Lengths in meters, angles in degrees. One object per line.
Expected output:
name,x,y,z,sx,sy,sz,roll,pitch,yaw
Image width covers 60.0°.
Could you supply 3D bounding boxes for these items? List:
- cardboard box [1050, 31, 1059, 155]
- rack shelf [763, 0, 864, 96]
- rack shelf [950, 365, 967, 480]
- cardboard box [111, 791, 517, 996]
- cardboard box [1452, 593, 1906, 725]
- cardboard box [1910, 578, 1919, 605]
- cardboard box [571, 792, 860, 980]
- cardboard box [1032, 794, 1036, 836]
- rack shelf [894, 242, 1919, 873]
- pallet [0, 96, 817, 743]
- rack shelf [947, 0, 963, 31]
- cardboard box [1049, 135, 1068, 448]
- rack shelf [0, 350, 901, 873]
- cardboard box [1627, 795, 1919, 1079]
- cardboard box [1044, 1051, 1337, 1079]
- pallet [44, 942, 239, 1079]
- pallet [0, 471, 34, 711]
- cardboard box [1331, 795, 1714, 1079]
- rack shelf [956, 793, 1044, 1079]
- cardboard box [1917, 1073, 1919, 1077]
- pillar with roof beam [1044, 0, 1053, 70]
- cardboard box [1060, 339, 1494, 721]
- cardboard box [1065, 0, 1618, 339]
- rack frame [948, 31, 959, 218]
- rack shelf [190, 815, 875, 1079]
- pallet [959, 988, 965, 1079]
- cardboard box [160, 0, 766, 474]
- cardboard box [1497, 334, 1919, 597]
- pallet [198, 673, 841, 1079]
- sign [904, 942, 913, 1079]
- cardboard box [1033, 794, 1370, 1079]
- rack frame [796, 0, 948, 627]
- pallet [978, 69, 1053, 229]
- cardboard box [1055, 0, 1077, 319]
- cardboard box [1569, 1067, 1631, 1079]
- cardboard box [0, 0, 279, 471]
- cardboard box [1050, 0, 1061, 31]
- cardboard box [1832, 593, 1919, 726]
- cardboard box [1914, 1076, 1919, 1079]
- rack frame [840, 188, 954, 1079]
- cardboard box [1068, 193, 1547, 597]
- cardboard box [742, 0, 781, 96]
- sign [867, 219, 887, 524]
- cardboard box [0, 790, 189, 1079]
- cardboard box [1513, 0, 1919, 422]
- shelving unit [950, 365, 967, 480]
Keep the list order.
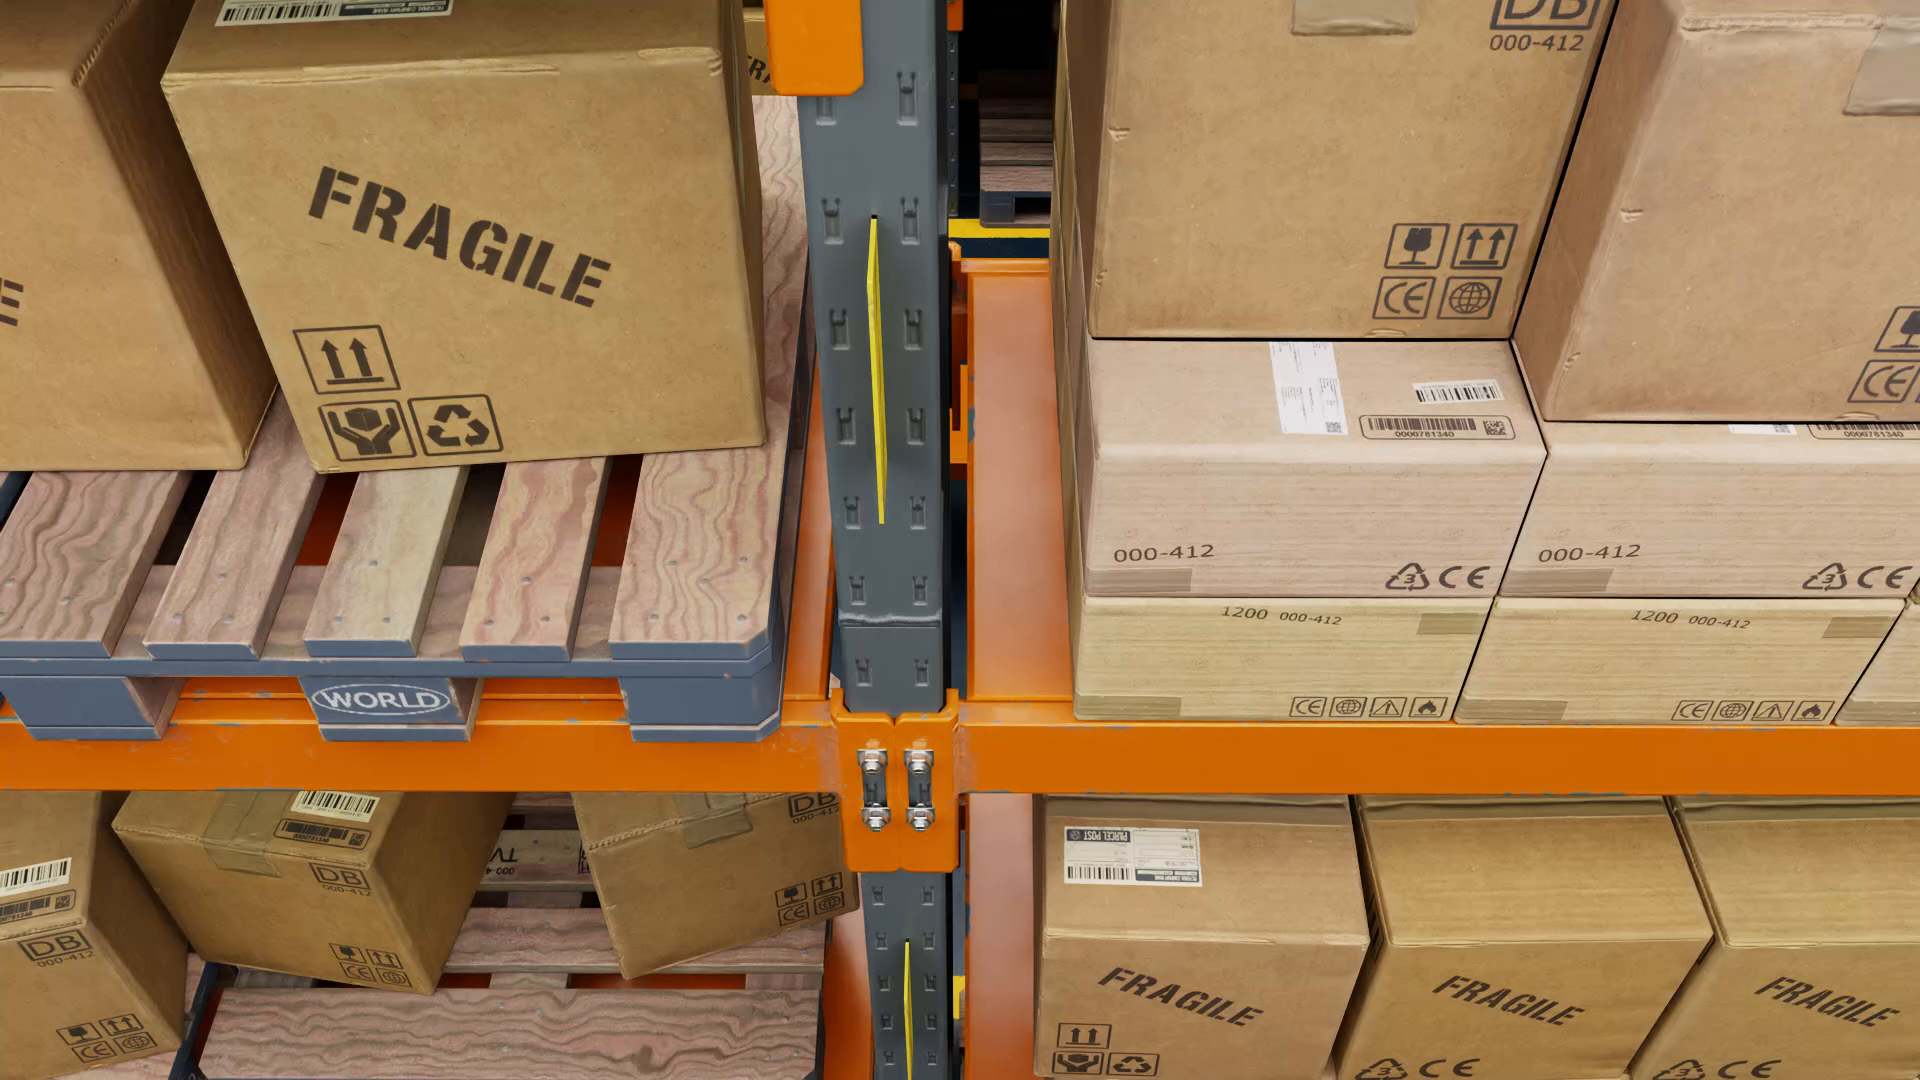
cardboard box,0.678,-2.077,7.555,0.500,0.500,0.700,1,47,1
rack shelf,-2.084,-0.905,1.709,4.000,0.370,1.077,0,47,0
rack shelf,-0.085,-0.389,5.833,1.000,0.185,0.538,0,47,0
cardboard box,-1.245,0.466,3.412,0.500,0.500,0.700,7,47,6
cardboard box,0.901,-0.021,2.273,0.500,0.250,0.500,0,47,0
cardboard box,1.401,-0.185,2.084,0.500,0.250,0.500,0,47,0
cardboard box,-0.557,0.421,3.453,0.500,0.500,0.700,-14,49,-13
cardboard box,0.417,0.543,3.627,0.500,0.500,0.500,1,47,1
rack shelf,1.916,-0.008,2.650,4.000,0.370,1.077,0,47,0
pallet,-0.736,-0.248,2.511,1.003,0.211,1.213,0,47,0
rack shelf,1.930,-2.612,7.123,4.000,0.370,1.077,0,47,0
cardboard box,0.403,-0.401,2.627,0.500,0.250,0.500,0,47,0
rack shelf,-2.084,-0.019,2.661,4.000,0.370,1.077,0,47,0
cardboard box,1.416,0.599,2.892,0.500,0.500,0.500,-1,47,-1
cardboard box,0.424,0.930,3.267,0.500,0.500,0.500,1,47,1
pallet,-2.140,0.820,3.569,1.213,0.211,1.003,0,47,0
pallet,-1.773,-0.248,2.511,1.003,0.211,1.213,0,47,0
cardboard box,0.902,0.597,2.894,0.500,0.500,0.500,-1,47,-1
rack shelf,1.916,1.014,3.748,4.000,0.370,1.077,0,47,0
cardboard box,1.932,0.599,2.891,0.500,0.500,0.500,1,47,1
pillar with roof beam,0.618,-2.387,2.324,0.400,9.000,9.100,0,47,0
cardboard box,0.401,-0.025,2.277,0.500,0.250,0.500,0,47,0
cardboard box,0.402,-0.660,2.014,0.500,0.500,0.700,0,47,0
rack frame,-0.070,-2.863,6.865,0.127,3.000,1.000,0,47,0
rack shelf,-2.084,1.003,3.759,4.000,0.370,1.077,0,47,0
pallet,0.602,1.716,4.509,1.213,0.211,1.003,0,47,0
cardboard box,-0.588,-0.525,2.217,0.600,0.600,0.600,-4,47,-4
cardboard box,0.901,-0.195,2.094,0.500,0.250,0.500,0,47,0
pallet,-0.883,0.747,3.637,1.213,0.211,1.003,0,47,0
sign,-0.083,0.775,2.688,0.005,0.325,0.100,0,47,0
cardboard box,0.386,0.596,2.895,0.500,0.500,0.500,1,47,1
rack frame,-0.084,-1.281,1.294,0.127,3.000,1.000,0,47,0
pallet,0.691,-1.853,7.831,1.213,0.211,1.003,0,47,0
cardboard box,0.403,-0.575,2.448,0.500,0.250,0.500,0,47,0
cardboard box,0.936,0.929,3.268,0.500,0.500,0.500,1,47,1
cardboard box,-1.256,-0.510,2.203,0.600,0.600,0.600,0,47,0
cardboard box,0.534,-2.444,7.453,0.250,0.149,0.380,0,47,0
cardboard box,1.401,-0.018,2.271,0.500,0.250,0.500,0,47,0
cardboard box,1.437,0.932,3.265,0.500,0.500,0.500,0,47,0
rack frame,-0.084,0.763,3.490,0.127,3.000,1.000,0,47,0
cardboard box,0.401,-0.195,2.094,0.500,0.250,0.500,0,47,0
cardboard box,-0.720,-2.180,7.411,0.750,0.750,0.750,1,47,1
sign,-0.083,-0.163,1.681,0.005,0.325,0.100,0,47,0
cardboard box,-1.851,0.627,3.262,0.500,0.500,0.700,-11,48,-10
cardboard box,0.902,-0.555,1.917,0.500,0.500,0.700,0,47,0
shelving unit,-0.076,-0.511,5.701,1.083,1.500,0.587,0,47,0
